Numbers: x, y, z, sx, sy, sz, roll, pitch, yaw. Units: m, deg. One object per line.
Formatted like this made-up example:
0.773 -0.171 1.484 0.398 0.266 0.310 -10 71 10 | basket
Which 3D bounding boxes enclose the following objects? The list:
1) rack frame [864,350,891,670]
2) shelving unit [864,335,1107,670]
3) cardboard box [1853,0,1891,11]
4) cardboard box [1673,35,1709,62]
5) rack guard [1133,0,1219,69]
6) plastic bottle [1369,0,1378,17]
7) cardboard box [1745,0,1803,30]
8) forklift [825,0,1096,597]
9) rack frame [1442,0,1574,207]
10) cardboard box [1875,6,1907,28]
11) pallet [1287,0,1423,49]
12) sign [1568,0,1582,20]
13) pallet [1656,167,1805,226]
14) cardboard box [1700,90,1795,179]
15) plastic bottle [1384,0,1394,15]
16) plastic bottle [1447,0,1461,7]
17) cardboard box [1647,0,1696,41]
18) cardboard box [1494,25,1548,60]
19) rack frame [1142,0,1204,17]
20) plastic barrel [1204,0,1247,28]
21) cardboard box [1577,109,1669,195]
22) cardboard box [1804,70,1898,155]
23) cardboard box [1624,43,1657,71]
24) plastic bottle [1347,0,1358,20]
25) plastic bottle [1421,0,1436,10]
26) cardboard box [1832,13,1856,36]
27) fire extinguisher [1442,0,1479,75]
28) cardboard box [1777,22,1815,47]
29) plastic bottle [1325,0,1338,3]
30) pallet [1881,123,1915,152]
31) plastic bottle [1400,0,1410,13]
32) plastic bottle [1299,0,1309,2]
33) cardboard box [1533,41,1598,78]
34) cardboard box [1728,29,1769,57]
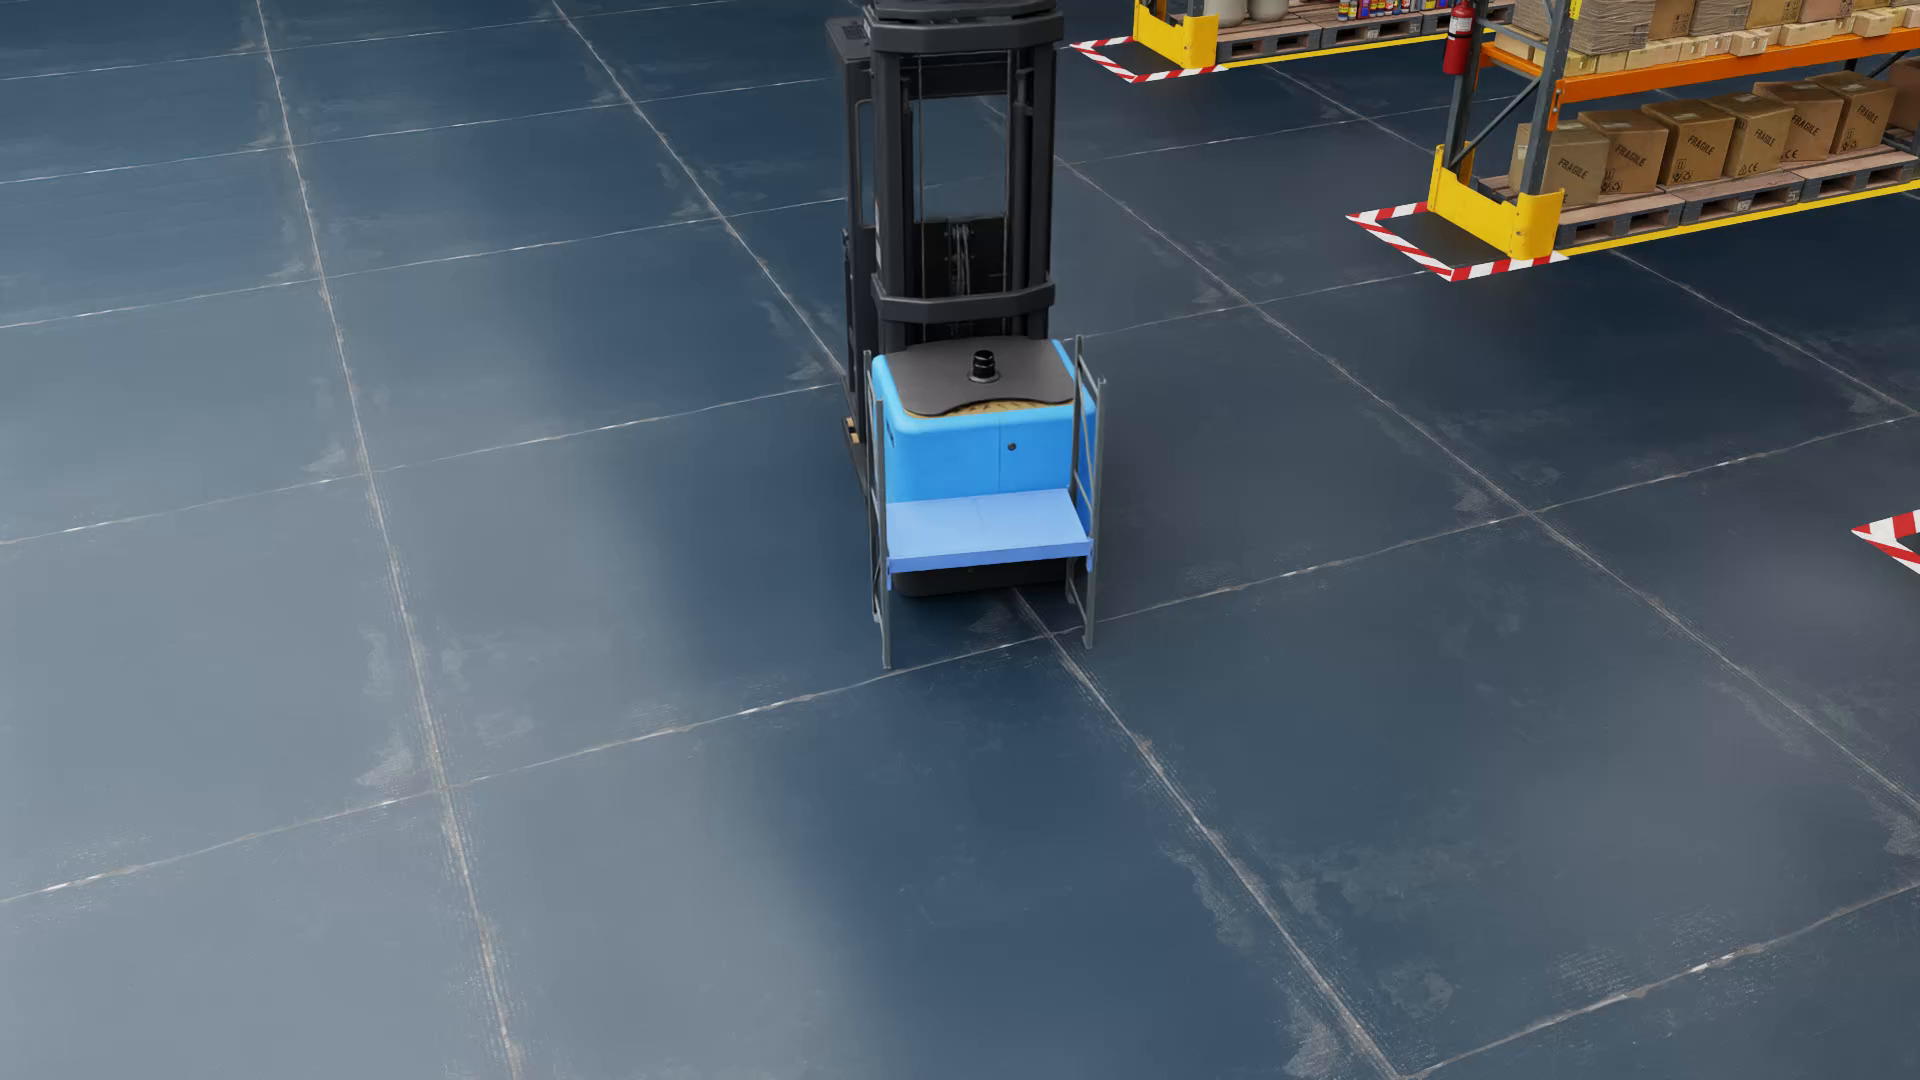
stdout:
-0.396 -0.125 7.985 0.032 1.500 0.500 -5 33 -8 | rack frame
0.106 -0.170 8.054 1.048 1.500 0.538 -5 33 -8 | shelving unit
6.781 -4.497 12.965 0.500 0.500 0.875 -13 35 -19 | cardboard box
5.292 -3.673 12.294 0.250 0.149 0.380 -13 35 -19 | cardboard box
2.141 -5.120 16.579 0.348 0.500 1.175 -13 35 -19 | rack guard
4.197 -5.468 16.919 0.097 0.271 0.097 0 33 0 | plastic bottle
5.882 -4.256 12.594 0.500 0.500 0.875 -13 35 -19 | cardboard box
-0.100 -1.730 9.139 1.130 2.935 3.031 -6 34 -10 | forklift
4.007 -3.638 12.008 0.127 3.000 1.000 -13 35 -19 | rack frame
7.122 -4.113 12.969 0.250 0.149 0.380 -13 35 -19 | cardboard box
4.015 -5.423 17.310 1.213 0.211 1.003 -13 35 -19 | pallet
4.217 -3.728 11.353 0.005 0.325 0.100 -13 35 -19 | sign
5.962 -2.894 13.422 1.213 0.211 1.003 -13 35 -19 | pallet
6.243 -3.251 13.321 0.500 0.500 0.500 -16 36 -23 | cardboard box
4.381 -5.480 17.003 0.097 0.201 0.097 0 33 0 | plastic bottle
5.118 -5.725 17.243 0.185 0.351 0.144 -15 36 -21 | plastic bottle
4.939 -4.072 12.312 0.500 0.500 0.875 -13 35 -19 | cardboard box
4.189 -3.696 12.329 0.250 0.149 0.380 -13 35 -19 | cardboard box
2.089 -6.128 15.836 0.127 3.000 1.000 -13 35 -19 | rack frame
2.666 -5.439 16.673 0.421 0.512 0.421 0 33 0 | plastic barrel
5.127 -3.033 12.986 0.500 0.500 0.500 -4 33 -6 | cardboard box
7.310 -3.546 13.775 0.500 0.500 0.500 -14 36 -20 | cardboard box
4.836 -3.561 12.121 0.250 0.149 0.380 -13 35 -19 | cardboard box
3.977 -5.388 16.860 0.097 0.201 0.097 0 33 0 | plastic bottle
4.820 -5.657 17.138 0.185 0.351 0.144 -13 35 -19 | plastic bottle
6.653 -4.018 12.823 0.250 0.149 0.380 -13 35 -19 | cardboard box
3.723 -3.813 12.348 0.183 0.674 0.296 -13 35 -19 | fire extinguisher
6.221 -3.874 12.602 0.250 0.149 0.380 -13 35 -19 | cardboard box
3.898 -5.768 17.370 0.133 0.283 0.061 -13 35 -19 | plastic bottle
8.412 -3.478 14.320 1.213 0.211 1.003 -13 35 -19 | pallet
4.571 -5.524 17.069 0.097 0.201 0.097 0 33 0 | plastic bottle
3.613 -5.748 17.414 0.097 0.201 0.097 0 33 0 | plastic bottle
4.362 -3.473 11.985 0.250 0.149 0.380 -13 35 -19 | cardboard box
5.782 -3.741 12.397 0.250 0.149 0.380 -13 35 -19 | cardboard box
